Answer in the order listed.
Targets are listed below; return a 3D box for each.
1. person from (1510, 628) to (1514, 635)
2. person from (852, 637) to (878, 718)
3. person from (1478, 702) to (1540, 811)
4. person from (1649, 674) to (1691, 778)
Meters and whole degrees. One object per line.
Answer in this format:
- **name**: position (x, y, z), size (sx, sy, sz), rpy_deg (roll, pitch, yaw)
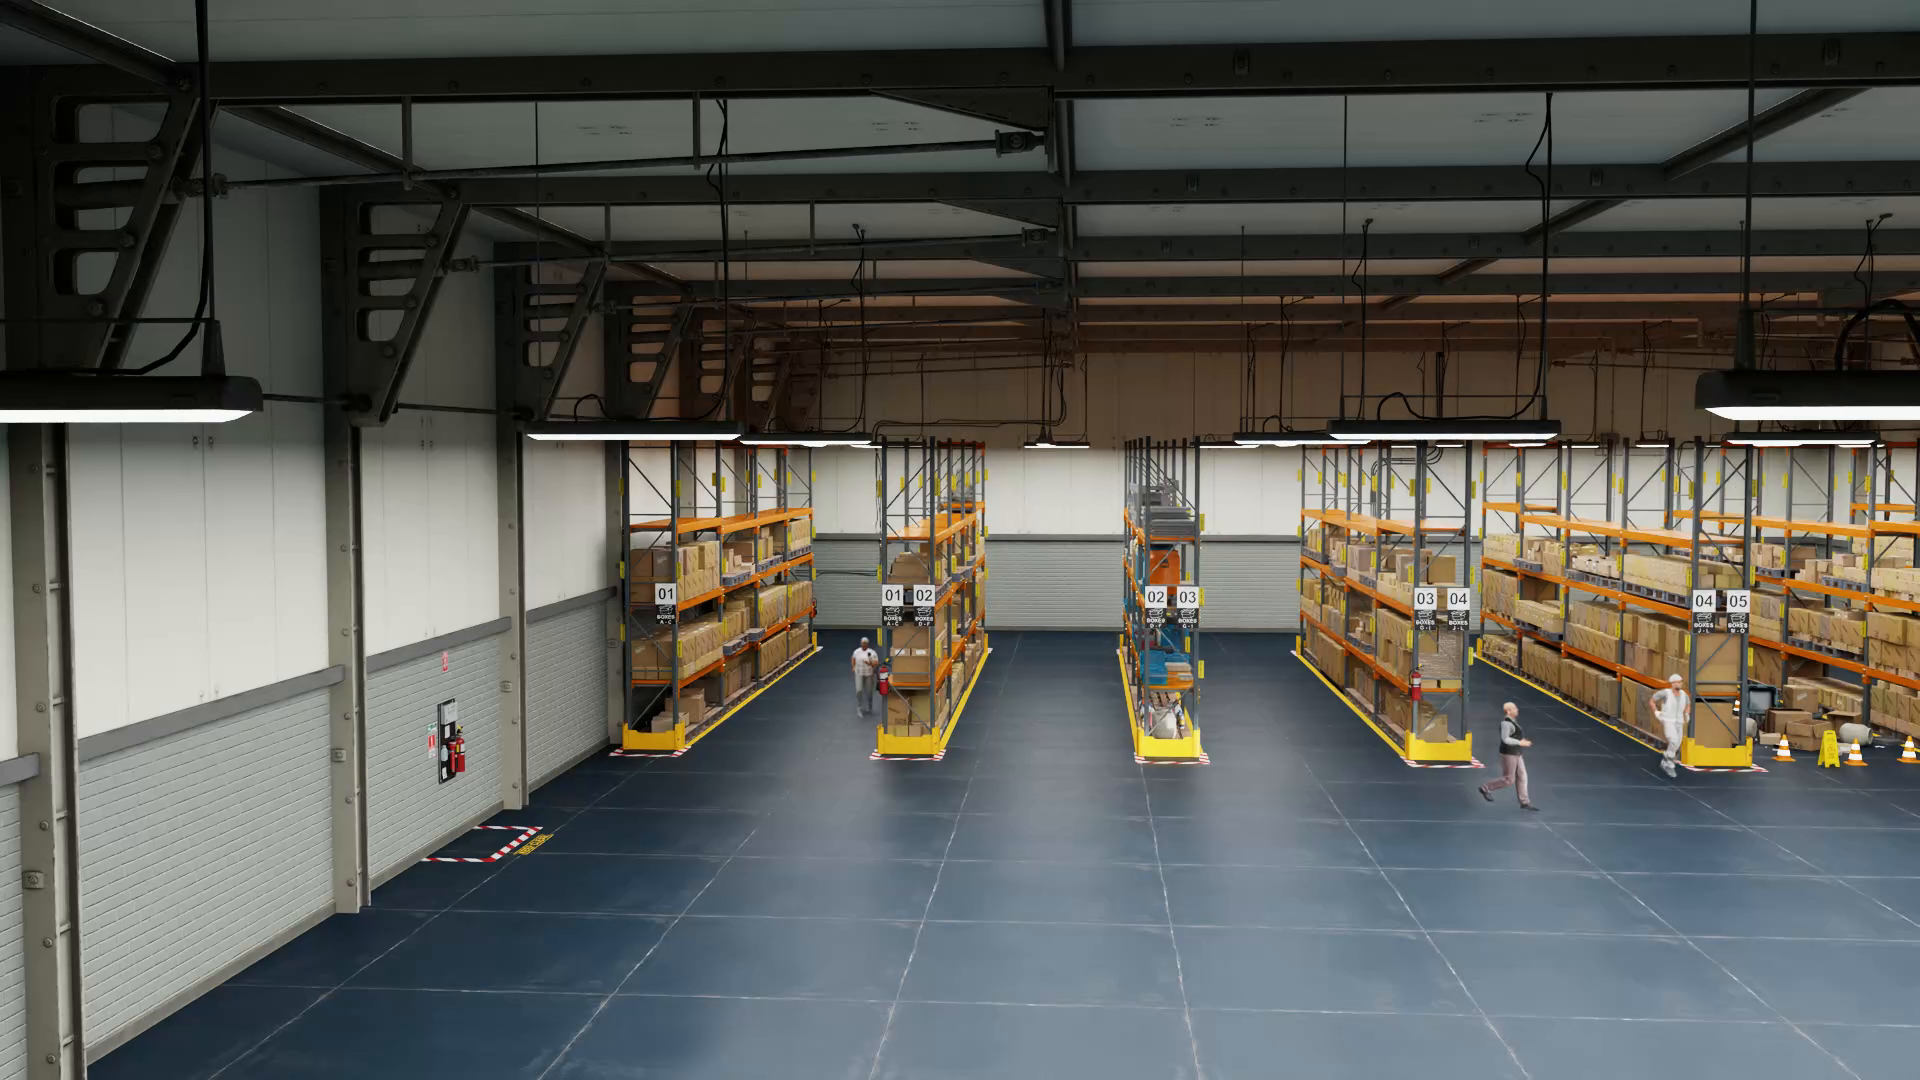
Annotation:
- **person**: position (15.801, 2.399, 47.351), size (0.593, 1.701, 0.615), rpy_deg (-3, 4, -45)
- **person**: position (-2.062, 2.950, 36.015), size (0.594, 1.689, 0.895), rpy_deg (0, 3, 0)
- **person**: position (8.758, 3.440, 26.488), size (0.935, 1.718, 0.661), rpy_deg (2, 4, 30)
- **person**: position (12.599, 3.267, 29.383), size (0.669, 1.808, 0.695), rpy_deg (-1, 3, -10)
